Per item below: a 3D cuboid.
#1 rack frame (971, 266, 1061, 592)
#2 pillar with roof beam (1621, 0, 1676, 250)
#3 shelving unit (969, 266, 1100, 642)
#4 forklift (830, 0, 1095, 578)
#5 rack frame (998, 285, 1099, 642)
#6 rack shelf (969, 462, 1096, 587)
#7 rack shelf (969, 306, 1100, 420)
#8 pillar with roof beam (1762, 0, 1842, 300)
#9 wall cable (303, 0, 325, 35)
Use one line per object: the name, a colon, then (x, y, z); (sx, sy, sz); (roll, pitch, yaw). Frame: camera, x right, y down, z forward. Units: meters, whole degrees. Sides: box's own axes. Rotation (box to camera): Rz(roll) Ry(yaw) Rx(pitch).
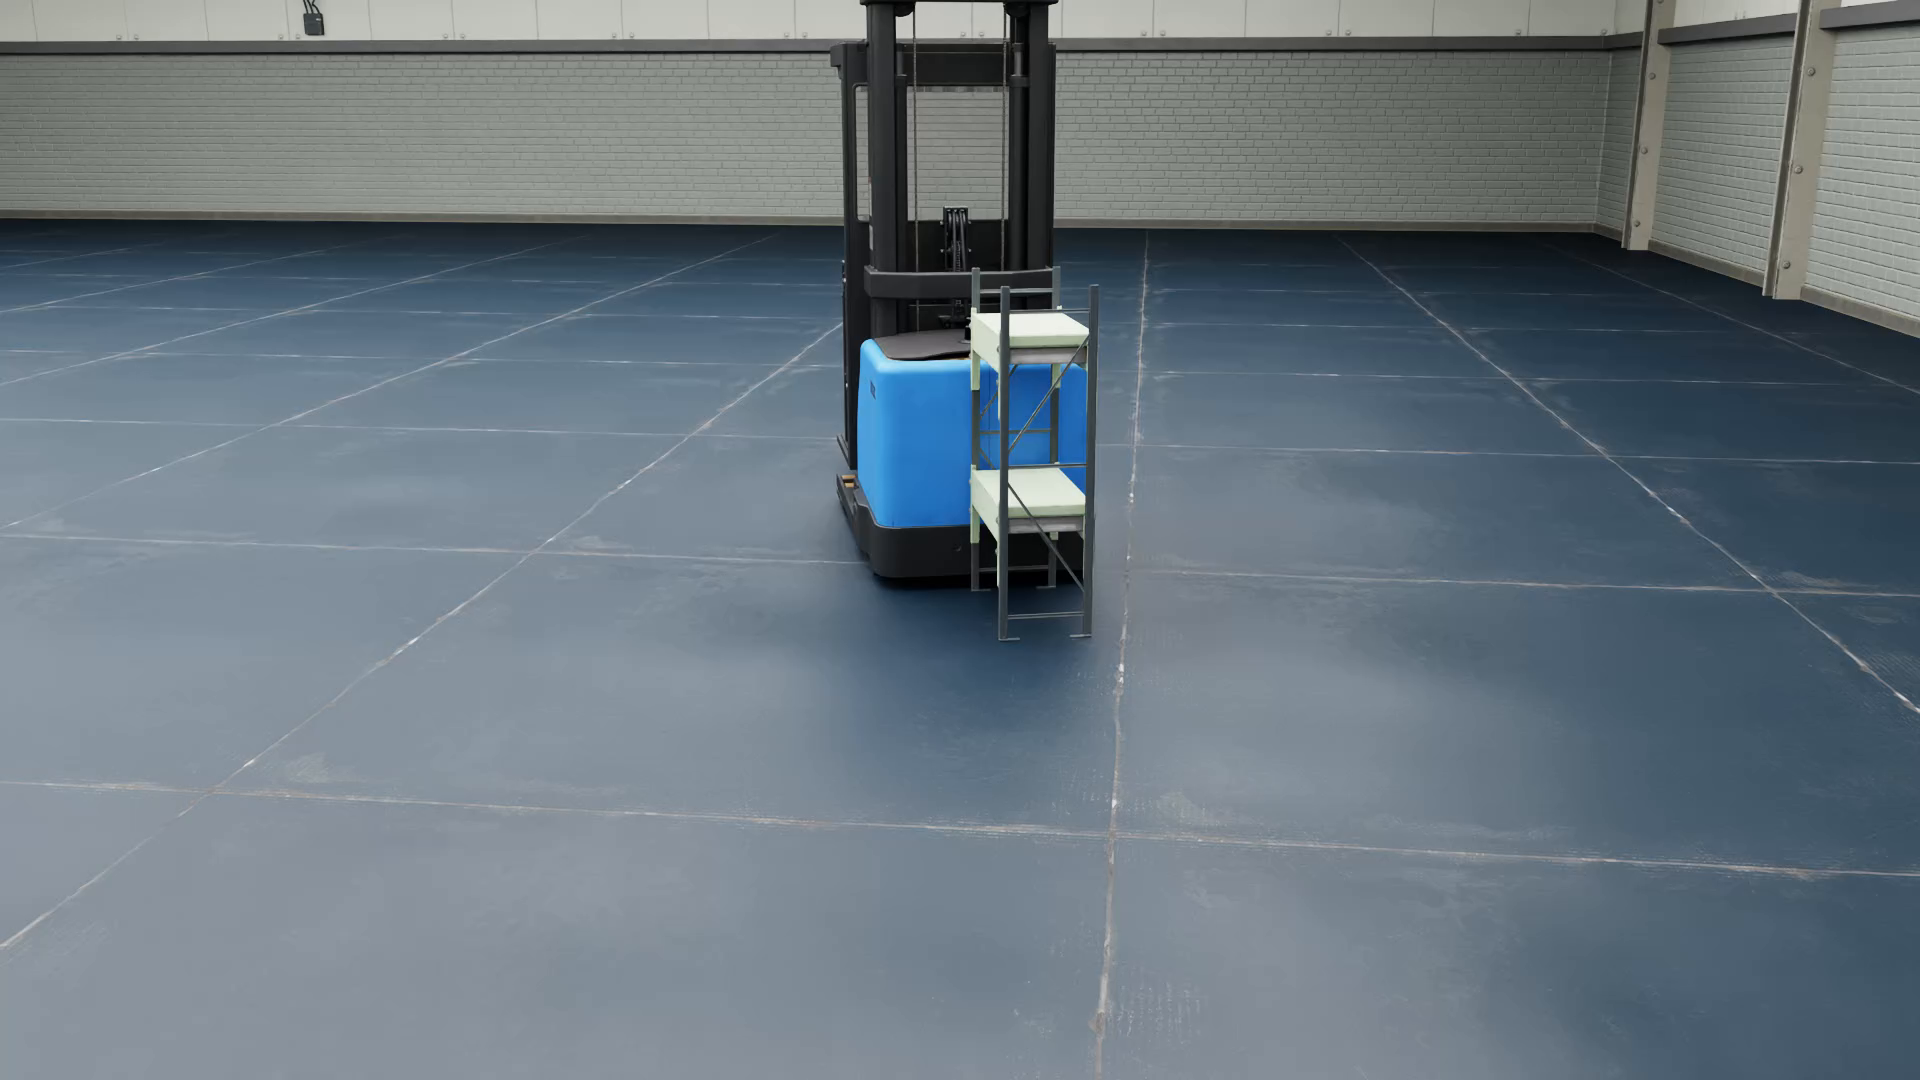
rack frame: (0.251, -0.491, 7.604); (0.400, 1.500, 0.023); (-2, 15, -8)
pillar with roof beam: (5.709, -8.776, 23.876); (9.100, 9.000, 0.400); (2, 15, 6)
shelving unit: (0.307, -0.396, 7.255); (0.431, 1.500, 0.755); (-2, 15, -8)
forklift: (-0.096, -1.576, 8.877); (1.130, 2.935, 3.031); (-2, 15, -9)
rack frame: (0.363, -0.302, 6.906); (0.400, 1.500, 0.023); (-2, 15, -8)
rack shelf: (0.307, -0.082, 7.340); (0.431, 0.370, 0.720); (-2, 15, -8)
rack shelf: (0.307, -0.773, 7.153); (0.431, 0.370, 0.720); (-2, 15, -8)
pillar with roof beam: (5.032, -7.219, 18.121); (9.100, 9.000, 0.400); (2, 15, 6)
wall cable: (-10.235, -11.660, 28.027); (2.305, 6.003, 0.169); (2, 15, 6)
